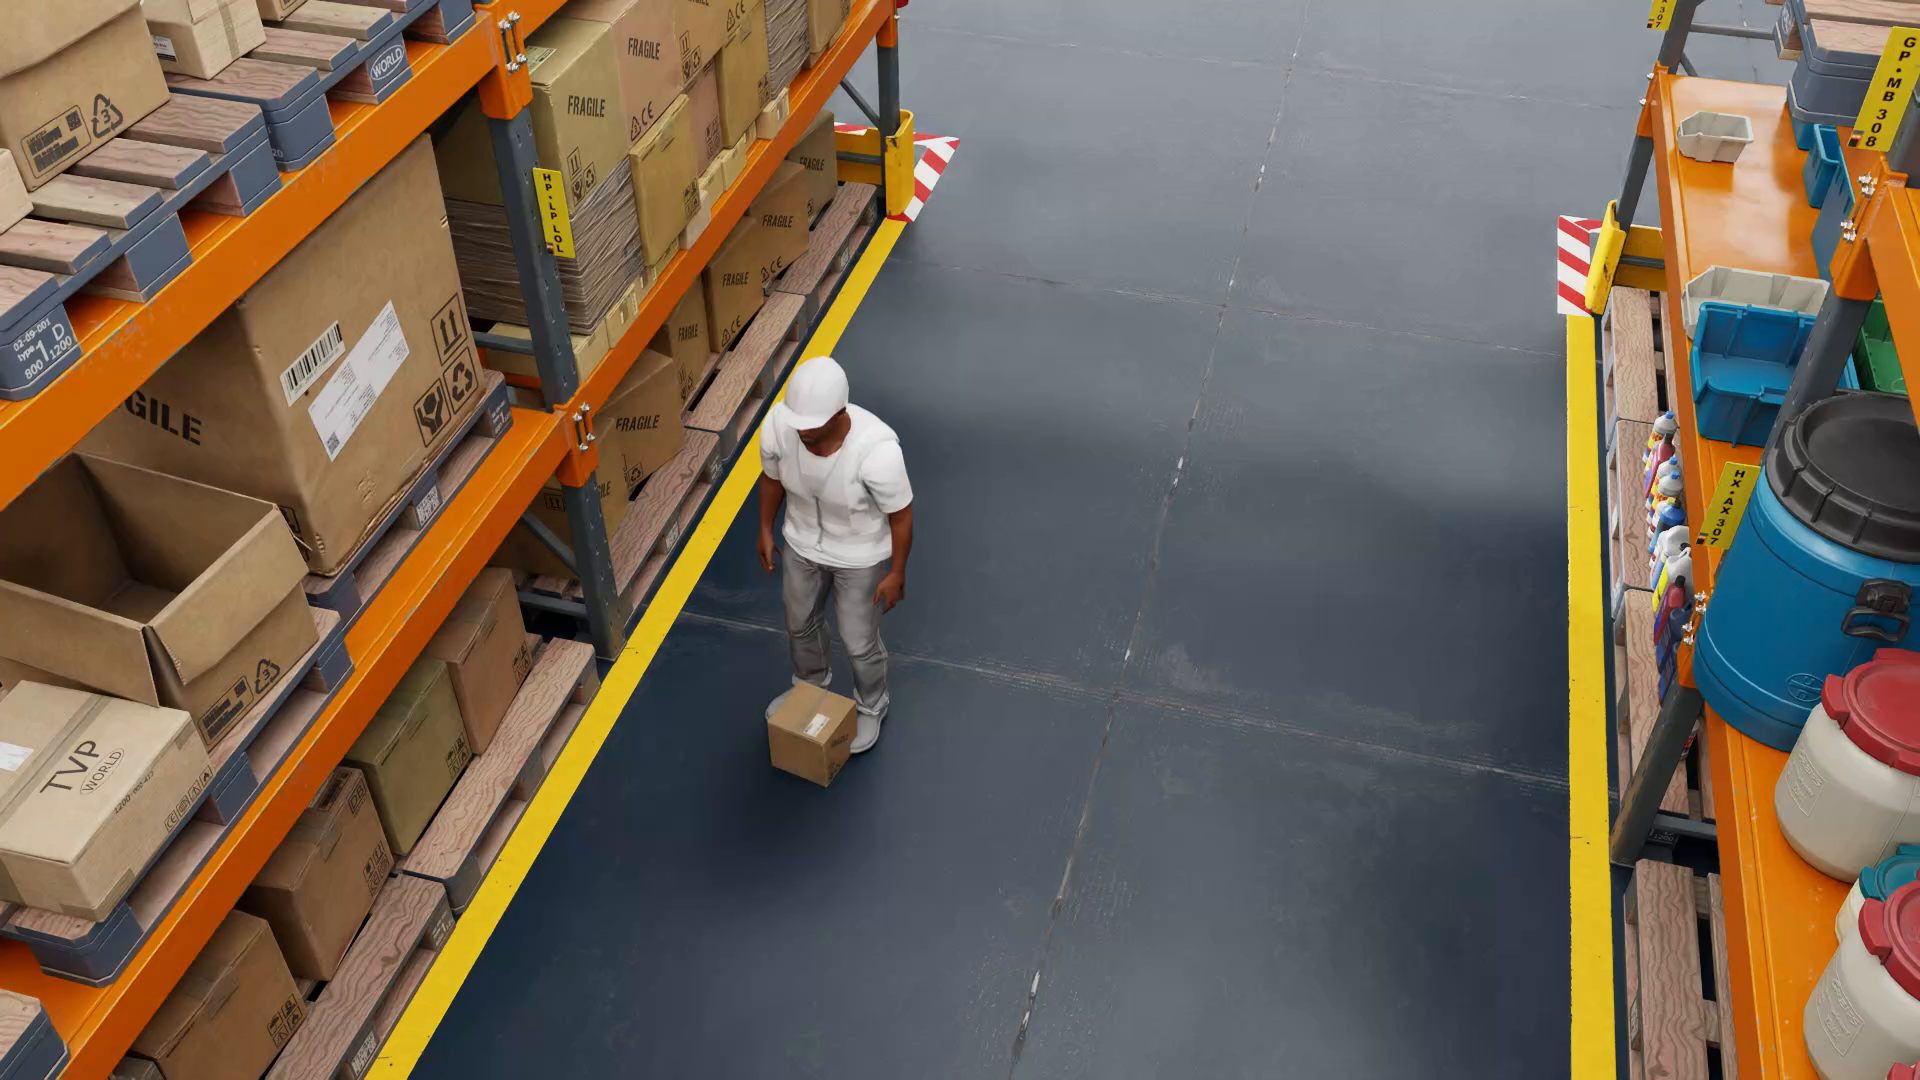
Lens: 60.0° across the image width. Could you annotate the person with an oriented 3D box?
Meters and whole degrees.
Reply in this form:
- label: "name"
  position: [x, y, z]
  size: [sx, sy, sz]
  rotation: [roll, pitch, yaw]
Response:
- label: "person"
  position: [-0.468, 0.042, 6.095]
  size: [0.616, 1.760, 0.458]
  rotation: [18, 44, 20]
